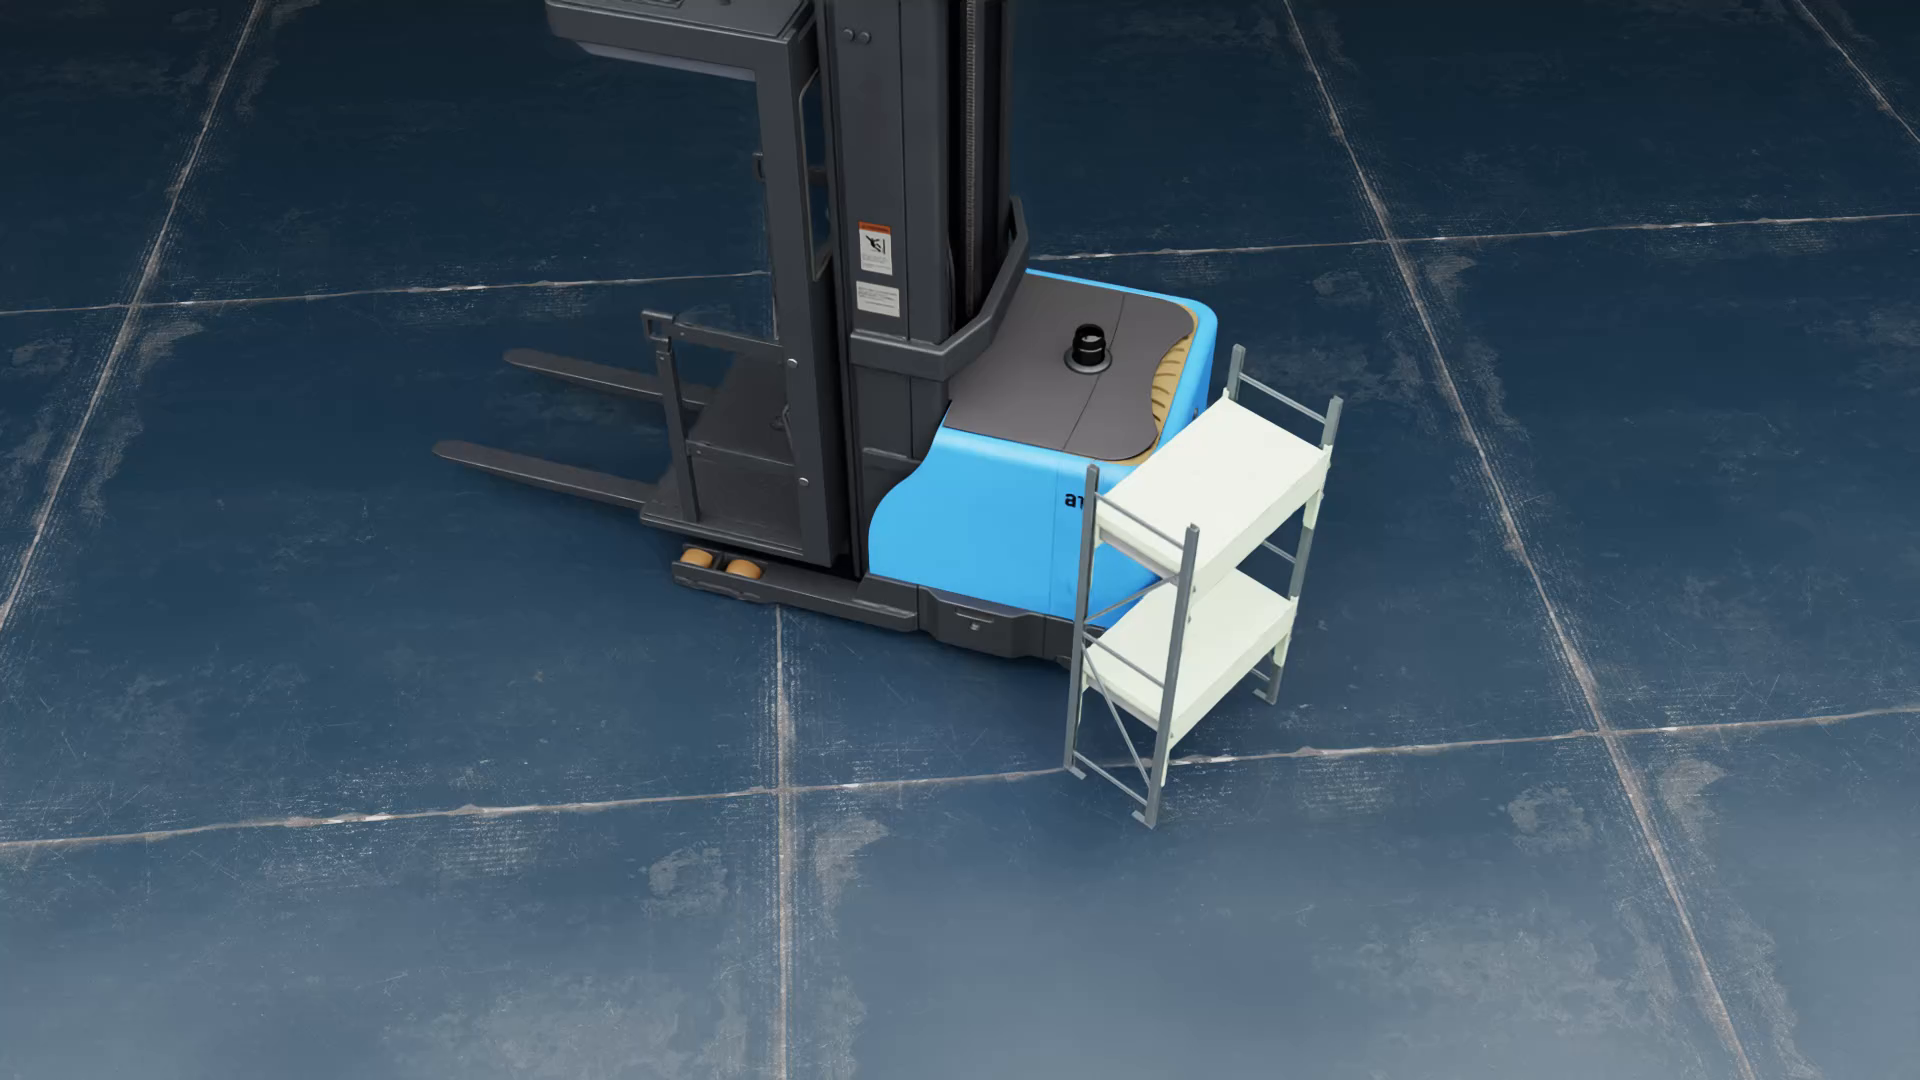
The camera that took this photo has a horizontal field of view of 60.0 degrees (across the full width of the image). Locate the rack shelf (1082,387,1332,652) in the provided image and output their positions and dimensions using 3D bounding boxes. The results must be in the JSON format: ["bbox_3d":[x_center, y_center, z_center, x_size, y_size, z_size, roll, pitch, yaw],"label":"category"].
[{"bbox_3d":[0.773,-0.076,5.251,0.431,0.370,0.720,33,55,28],"label":"rack shelf"}]

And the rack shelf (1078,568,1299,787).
[{"bbox_3d":[0.773,0.417,5.771,0.431,0.370,0.720,33,55,28],"label":"rack shelf"}]

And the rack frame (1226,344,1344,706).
[{"bbox_3d":[1.019,-0.004,5.721,0.400,1.500,0.023,33,55,28],"label":"rack frame"}]

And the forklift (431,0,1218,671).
[{"bbox_3d":[-0.617,-1.123,5.795,3.031,2.935,1.130,13,48,12],"label":"forklift"}]

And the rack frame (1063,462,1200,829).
[{"bbox_3d":[0.527,0.390,5.348,0.400,1.500,0.023,33,55,28],"label":"rack frame"}]

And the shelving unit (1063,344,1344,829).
[{"bbox_3d":[0.773,0.193,5.534,0.431,1.500,0.755,33,55,28],"label":"shelving unit"}]
